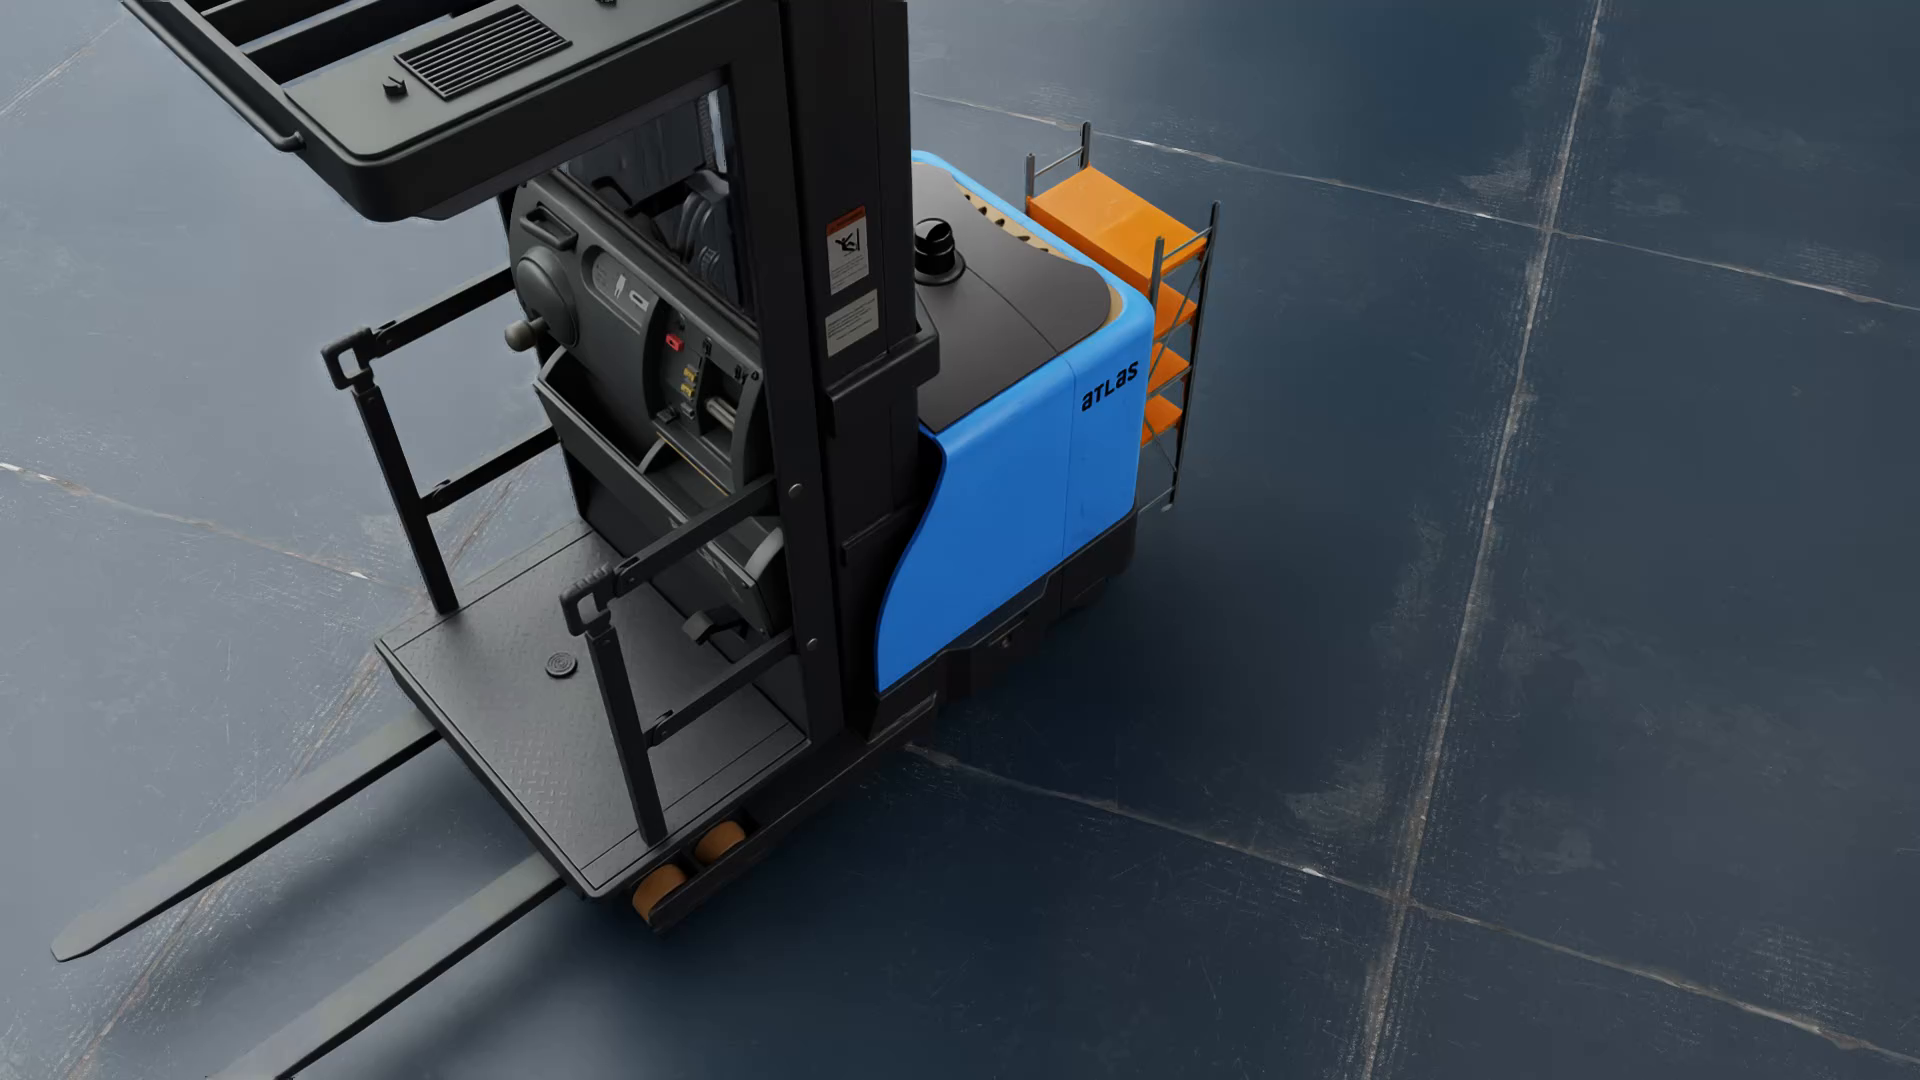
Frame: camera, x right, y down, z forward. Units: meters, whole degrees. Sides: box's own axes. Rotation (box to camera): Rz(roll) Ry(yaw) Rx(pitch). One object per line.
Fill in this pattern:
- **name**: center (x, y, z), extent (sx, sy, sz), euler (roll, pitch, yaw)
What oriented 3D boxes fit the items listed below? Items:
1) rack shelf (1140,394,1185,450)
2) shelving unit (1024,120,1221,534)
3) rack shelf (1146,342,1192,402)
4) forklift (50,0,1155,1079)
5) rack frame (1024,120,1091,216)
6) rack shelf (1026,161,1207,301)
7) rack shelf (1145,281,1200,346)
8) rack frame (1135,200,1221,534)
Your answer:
- **rack shelf**: center (0.440, -0.415, 5.167), extent (0.258, 0.148, 0.480), euler (-34, 57, -26)
- **shelving unit**: center (0.440, -0.589, 4.966), extent (0.258, 1.200, 0.503), euler (-34, 57, -26)
- **rack shelf**: center (0.440, -0.545, 5.017), extent (0.258, 0.148, 0.480), euler (-34, 57, -26)
- **forklift**: center (-0.896, -0.398, 3.655), extent (3.031, 2.935, 1.130), euler (-35, 57, -26)
- **rack frame**: center (0.276, -0.725, 5.084), extent (0.240, 1.200, 0.015), euler (-34, 57, -26)
- **rack shelf**: center (0.440, -0.846, 4.669), extent (0.258, 0.148, 0.480), euler (-34, 57, -26)
- **rack shelf**: center (0.440, -0.691, 4.848), extent (0.258, 0.148, 0.480), euler (-34, 57, -26)
- **rack frame**: center (0.604, -0.452, 4.848), extent (0.240, 1.200, 0.015), euler (-34, 57, -26)
